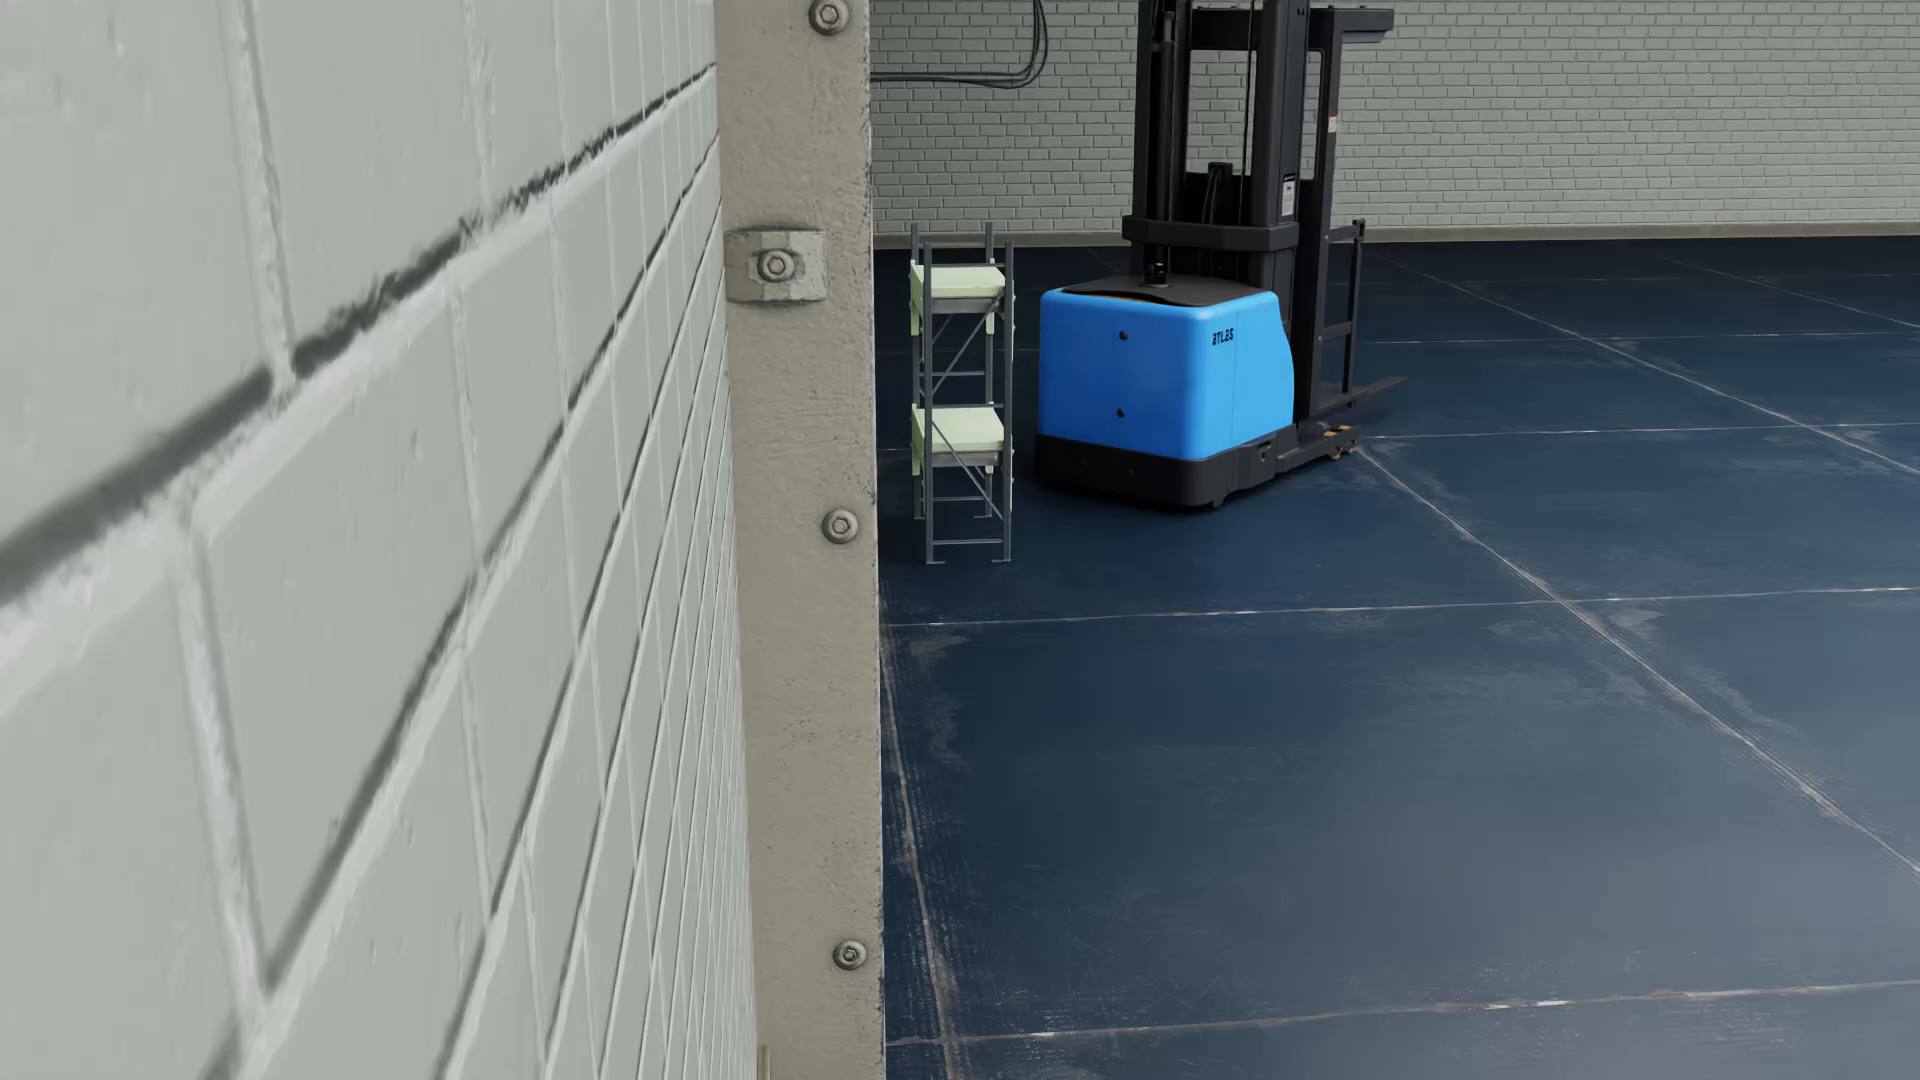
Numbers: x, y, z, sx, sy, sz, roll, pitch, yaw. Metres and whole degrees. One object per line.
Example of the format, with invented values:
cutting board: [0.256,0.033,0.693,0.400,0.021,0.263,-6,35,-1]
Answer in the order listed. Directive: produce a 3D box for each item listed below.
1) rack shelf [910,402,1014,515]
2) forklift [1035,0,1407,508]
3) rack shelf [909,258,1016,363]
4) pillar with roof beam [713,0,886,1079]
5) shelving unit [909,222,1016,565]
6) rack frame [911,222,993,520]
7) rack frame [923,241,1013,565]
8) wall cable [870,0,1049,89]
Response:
rack shelf: [-0.001,-0.407,8.056,0.431,0.370,0.720,-2,18,-6]
forklift: [1.709,-1.943,9.474,1.130,2.935,3.031,13,22,36]
rack shelf: [-0.001,-1.090,7.842,0.431,0.370,0.720,-2,18,-6]
pillar with roof beam: [3.931,-3.160,3.220,9.100,9.000,0.400,-2,18,-6]
shelving unit: [-0.001,-0.718,7.959,0.431,1.500,0.755,-2,18,-6]
rack frame: [-0.038,-0.827,8.306,0.400,1.500,0.023,-2,18,-6]
rack frame: [0.037,-0.609,7.611,0.400,1.500,0.023,-2,18,-6]
wall cable: [-0.577,-6.040,17.575,3.097,2.526,0.112,-2,18,-6]
